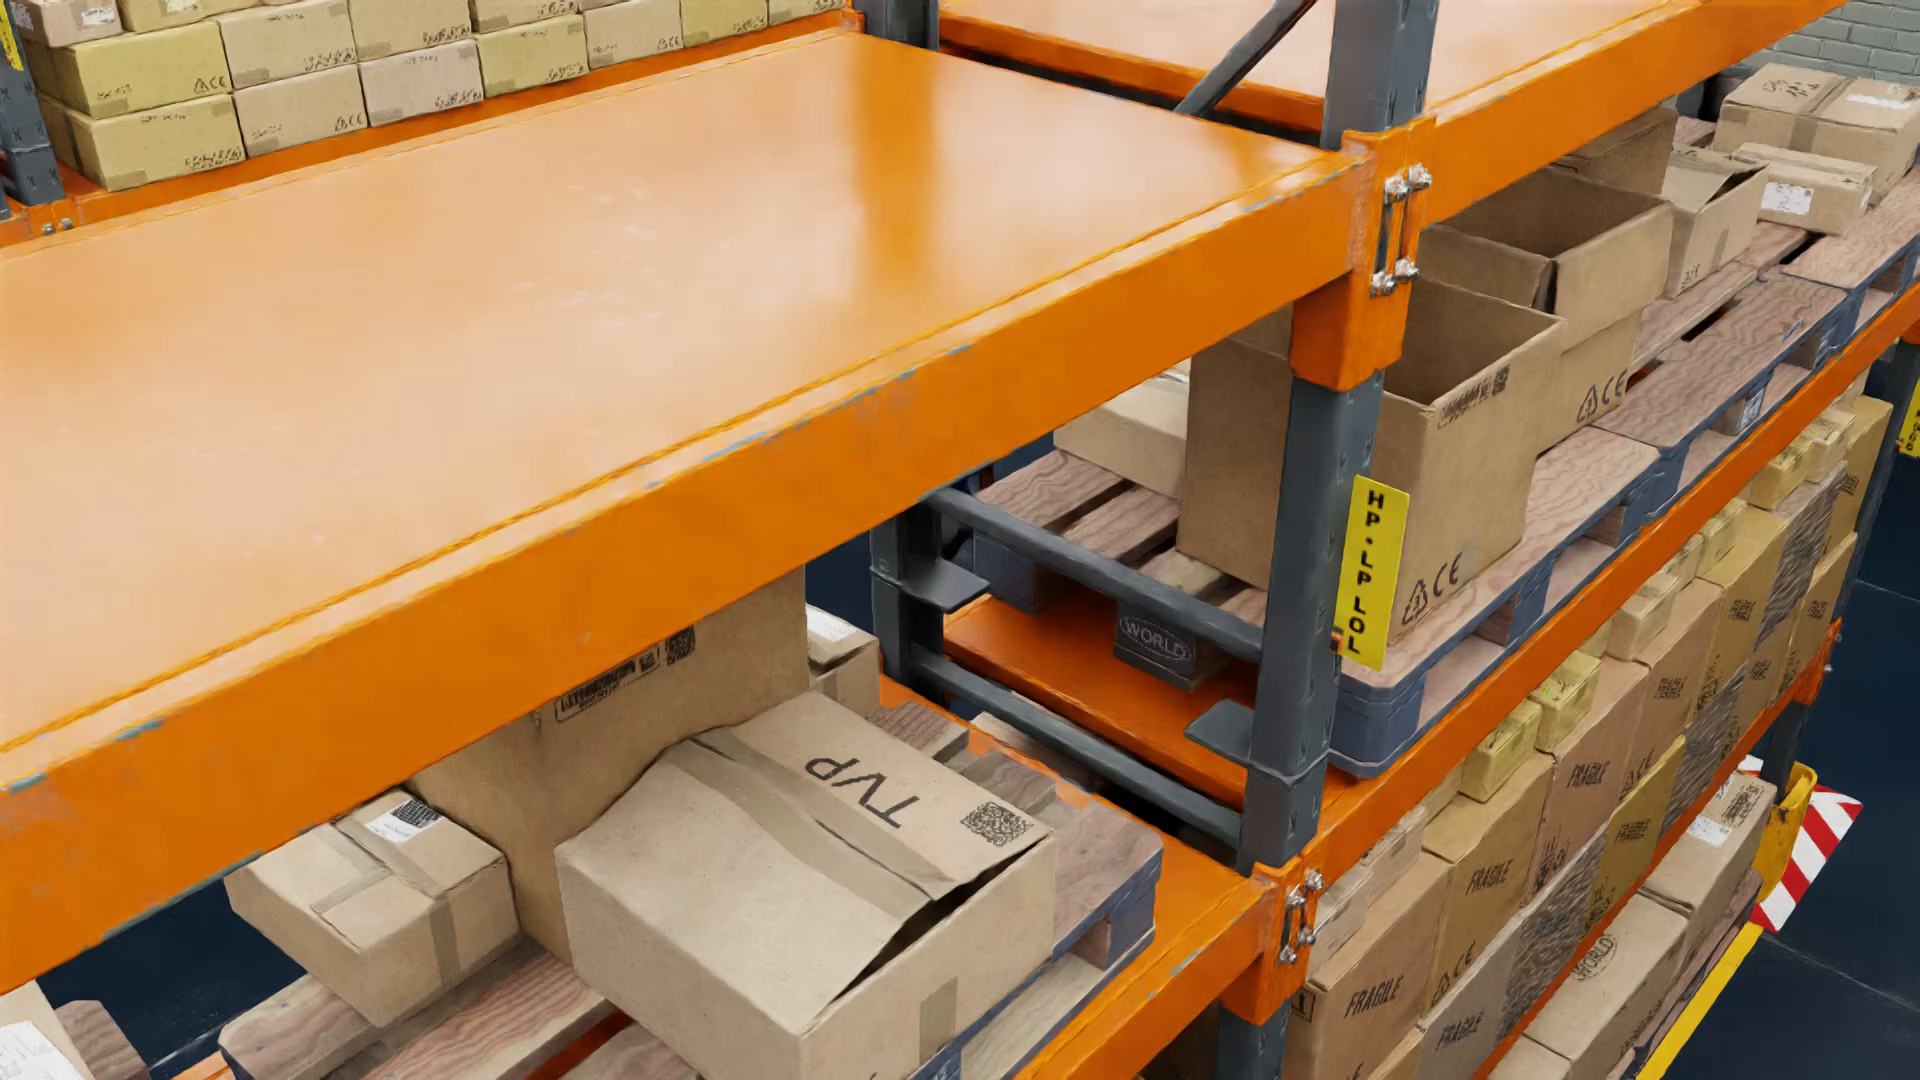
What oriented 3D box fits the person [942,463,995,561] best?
[{"bbox_3d":[-0.103,-0.098,7.832,0.606,1.611,0.523,21,38,31],"label":"person"}]
